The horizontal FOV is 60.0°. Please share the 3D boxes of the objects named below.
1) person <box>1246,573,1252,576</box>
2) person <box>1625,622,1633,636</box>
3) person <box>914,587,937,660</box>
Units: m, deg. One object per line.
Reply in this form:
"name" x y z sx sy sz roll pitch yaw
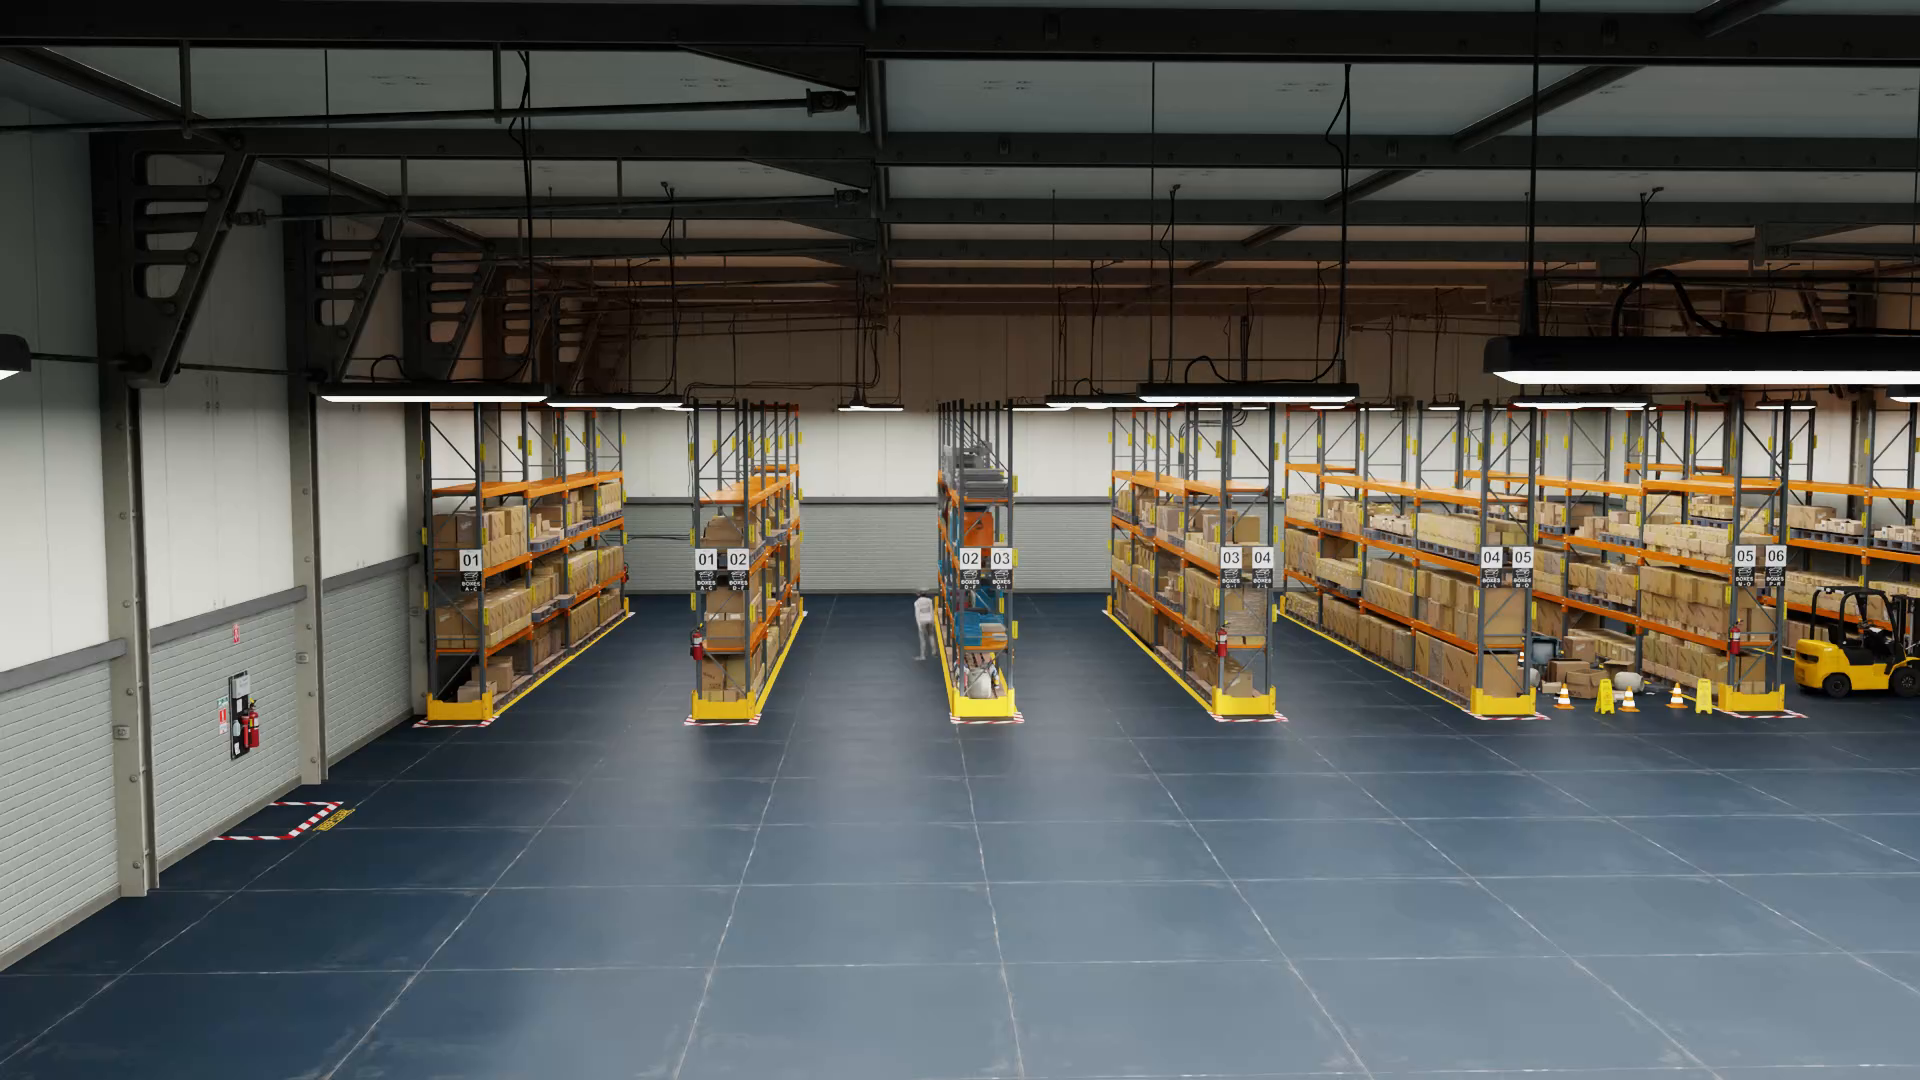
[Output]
"person" 8.267 1.206 48.079 0.545 1.703 1.014 3 5 31
"person" 17.004 1.633 42.201 0.497 1.820 0.590 2 5 28
"person" -0.805 1.939 38.550 0.551 1.678 0.447 -4 6 -39
